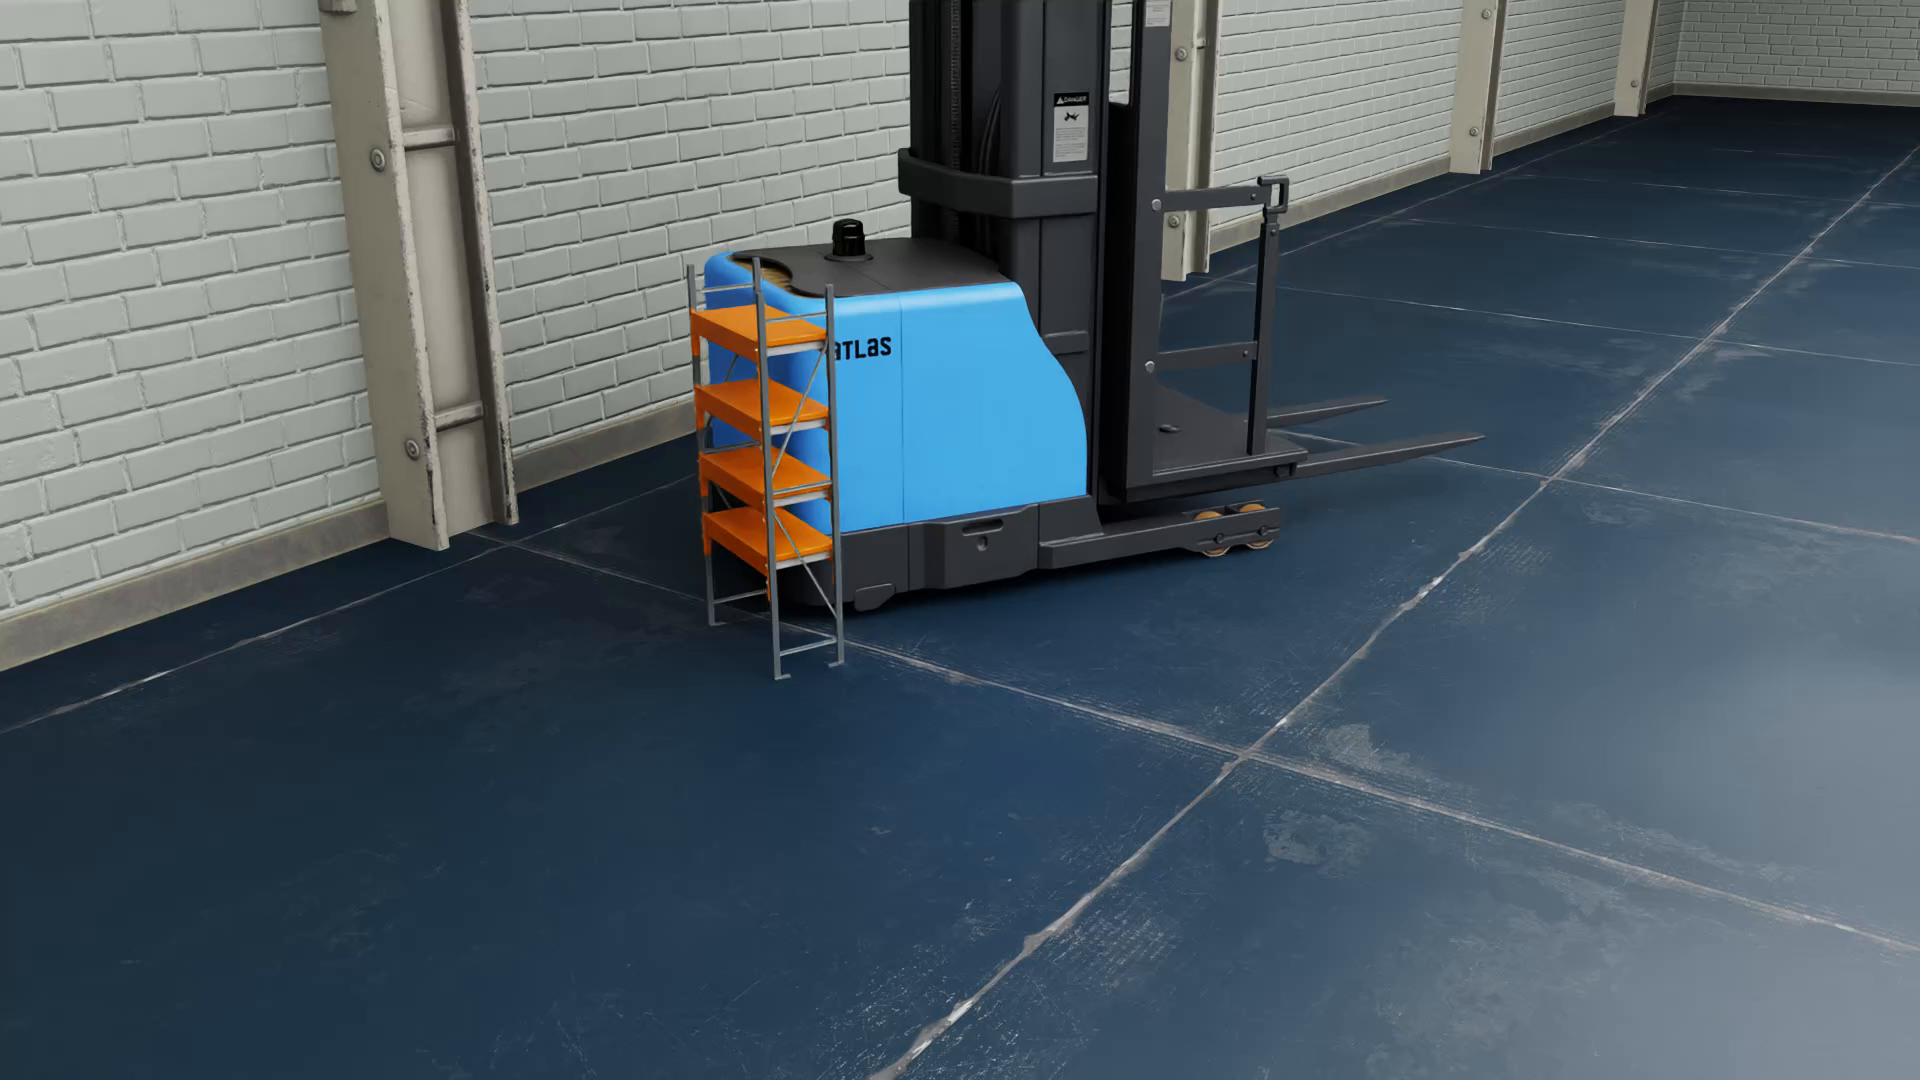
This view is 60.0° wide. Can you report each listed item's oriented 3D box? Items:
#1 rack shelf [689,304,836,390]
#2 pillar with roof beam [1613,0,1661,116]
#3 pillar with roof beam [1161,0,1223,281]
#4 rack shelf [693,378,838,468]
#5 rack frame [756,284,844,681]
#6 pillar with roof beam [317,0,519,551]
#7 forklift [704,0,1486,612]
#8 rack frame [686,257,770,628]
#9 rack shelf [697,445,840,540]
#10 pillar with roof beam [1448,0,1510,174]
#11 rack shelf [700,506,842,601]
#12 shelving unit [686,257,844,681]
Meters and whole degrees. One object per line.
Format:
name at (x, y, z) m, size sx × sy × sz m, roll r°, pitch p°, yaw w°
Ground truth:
rack shelf at (-0.600, -0.595, 5.010) m, size 0.258 × 0.148 × 0.480 m, roll -12°, pitch 24°, yaw -30°
pillar with roof beam at (11.733, -8.591, 16.518) m, size 9.100 × 9.000 × 0.400 m, roll 13°, pitch 24°, yaw 32°
pillar with roof beam at (4.987, -5.148, 7.210) m, size 9.100 × 9.000 × 0.400 m, roll 13°, pitch 24°, yaw 32°
rack shelf at (-0.600, -0.373, 5.092) m, size 0.258 × 0.148 × 0.480 m, roll -12°, pitch 24°, yaw -30°
rack frame at (-0.470, -0.155, 4.952) m, size 0.240 × 1.200 × 0.015 m, roll -12°, pitch 24°, yaw -30°
pillar with roof beam at (1.614, -3.426, 2.556) m, size 9.100 × 9.000 × 0.400 m, roll 13°, pitch 24°, yaw 32°
forklift at (0.629, -1.467, 6.005) m, size 3.031 × 2.935 × 1.130 m, roll -9°, pitch 22°, yaw -24°
rack frame at (-0.729, -0.298, 5.340) m, size 0.240 × 1.200 × 0.015 m, roll -12°, pitch 24°, yaw -30°
rack shelf at (-0.600, -0.163, 5.170) m, size 0.258 × 0.148 × 0.480 m, roll -12°, pitch 24°, yaw -30°
pillar with roof beam at (8.360, -6.869, 11.864) m, size 9.100 × 9.000 × 0.400 m, roll 13°, pitch 24°, yaw 32°
rack shelf at (-0.599, 0.023, 5.239) m, size 0.258 × 0.148 × 0.480 m, roll -12°, pitch 24°, yaw -30°
shelving unit at (-0.600, -0.226, 5.146) m, size 0.258 × 1.200 × 0.503 m, roll -12°, pitch 24°, yaw -30°
